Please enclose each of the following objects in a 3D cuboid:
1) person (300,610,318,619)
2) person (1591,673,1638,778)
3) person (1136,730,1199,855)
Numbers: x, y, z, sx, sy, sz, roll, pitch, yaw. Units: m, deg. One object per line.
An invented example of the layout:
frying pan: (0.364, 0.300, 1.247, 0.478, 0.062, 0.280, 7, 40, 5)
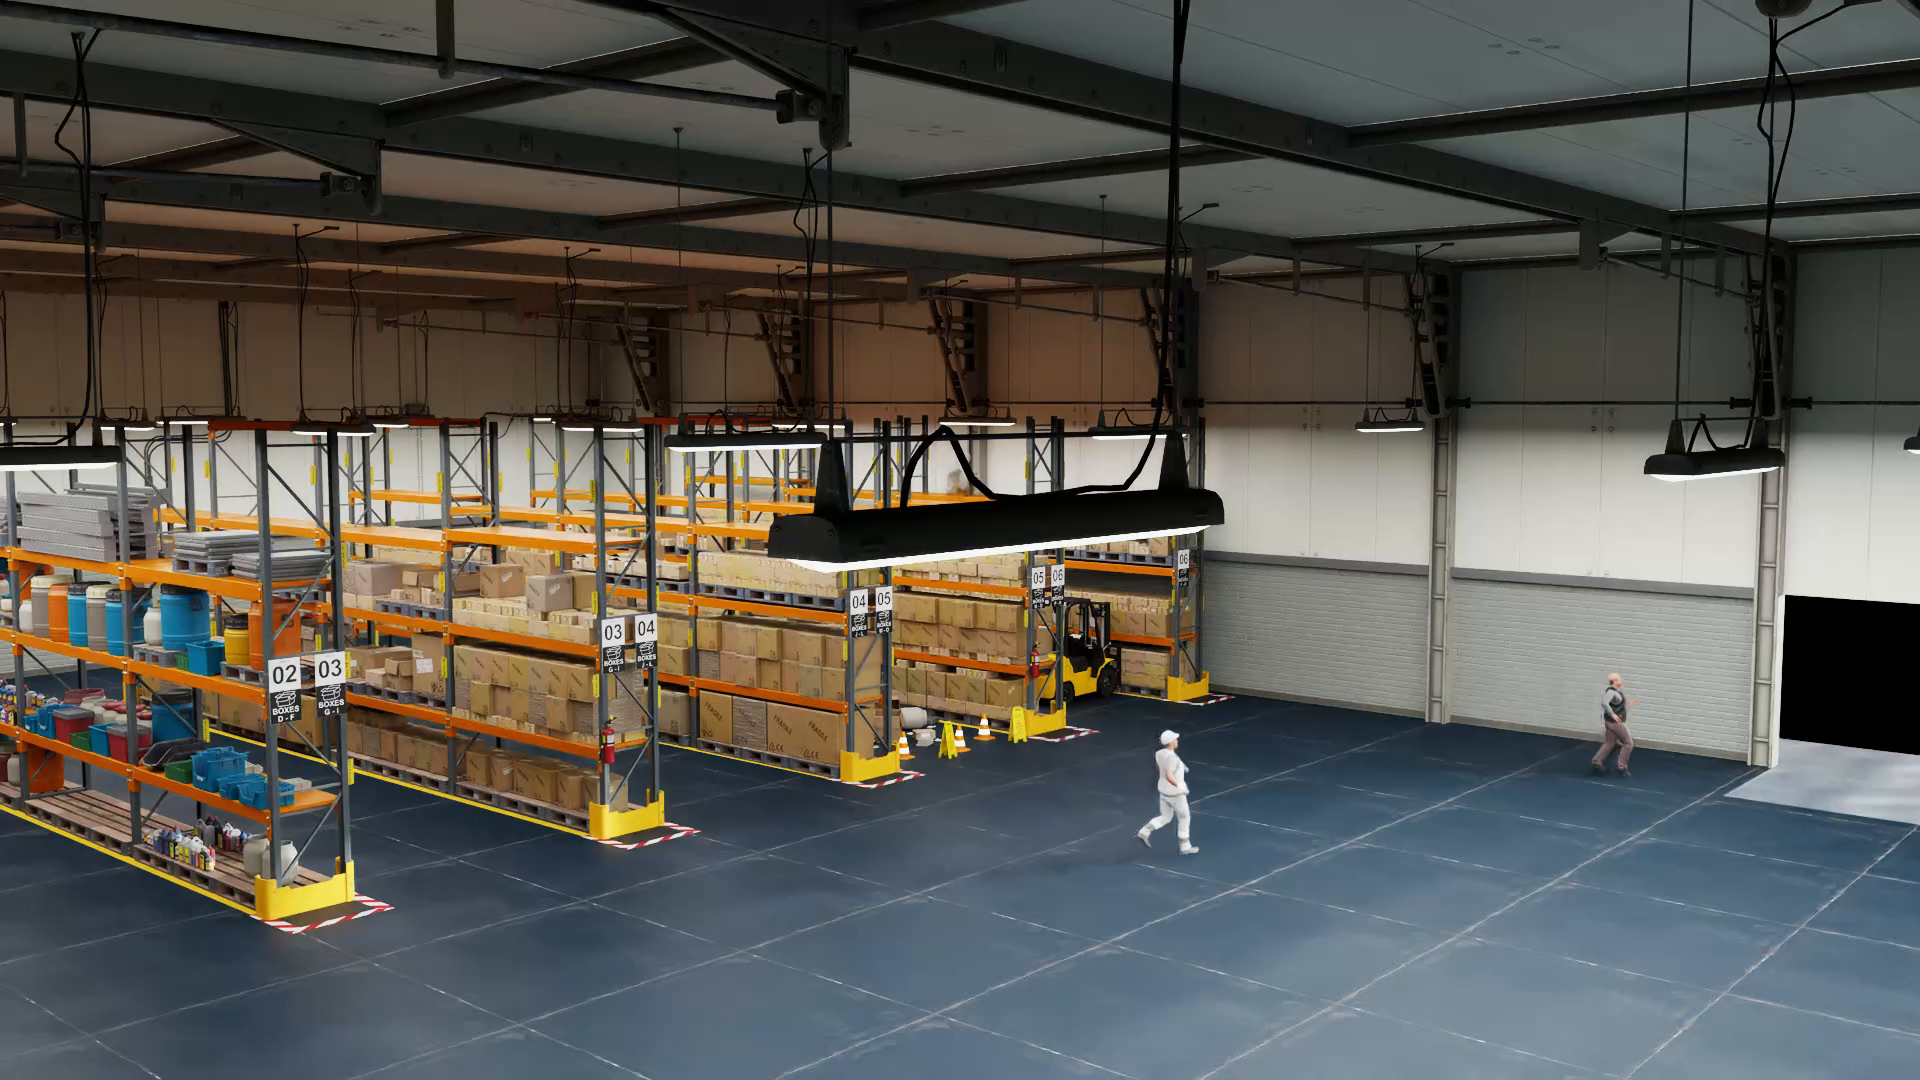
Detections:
person: (-15.042, 2.327, 38.283, 0.714, 1.748, 0.672, 1, 5, 15)
person: (11.089, 3.136, 28.145, 0.731, 1.780, 0.639, 1, 5, 10)
person: (2.914, 3.521, 23.139, 0.928, 1.766, 0.669, -2, 5, -22)
